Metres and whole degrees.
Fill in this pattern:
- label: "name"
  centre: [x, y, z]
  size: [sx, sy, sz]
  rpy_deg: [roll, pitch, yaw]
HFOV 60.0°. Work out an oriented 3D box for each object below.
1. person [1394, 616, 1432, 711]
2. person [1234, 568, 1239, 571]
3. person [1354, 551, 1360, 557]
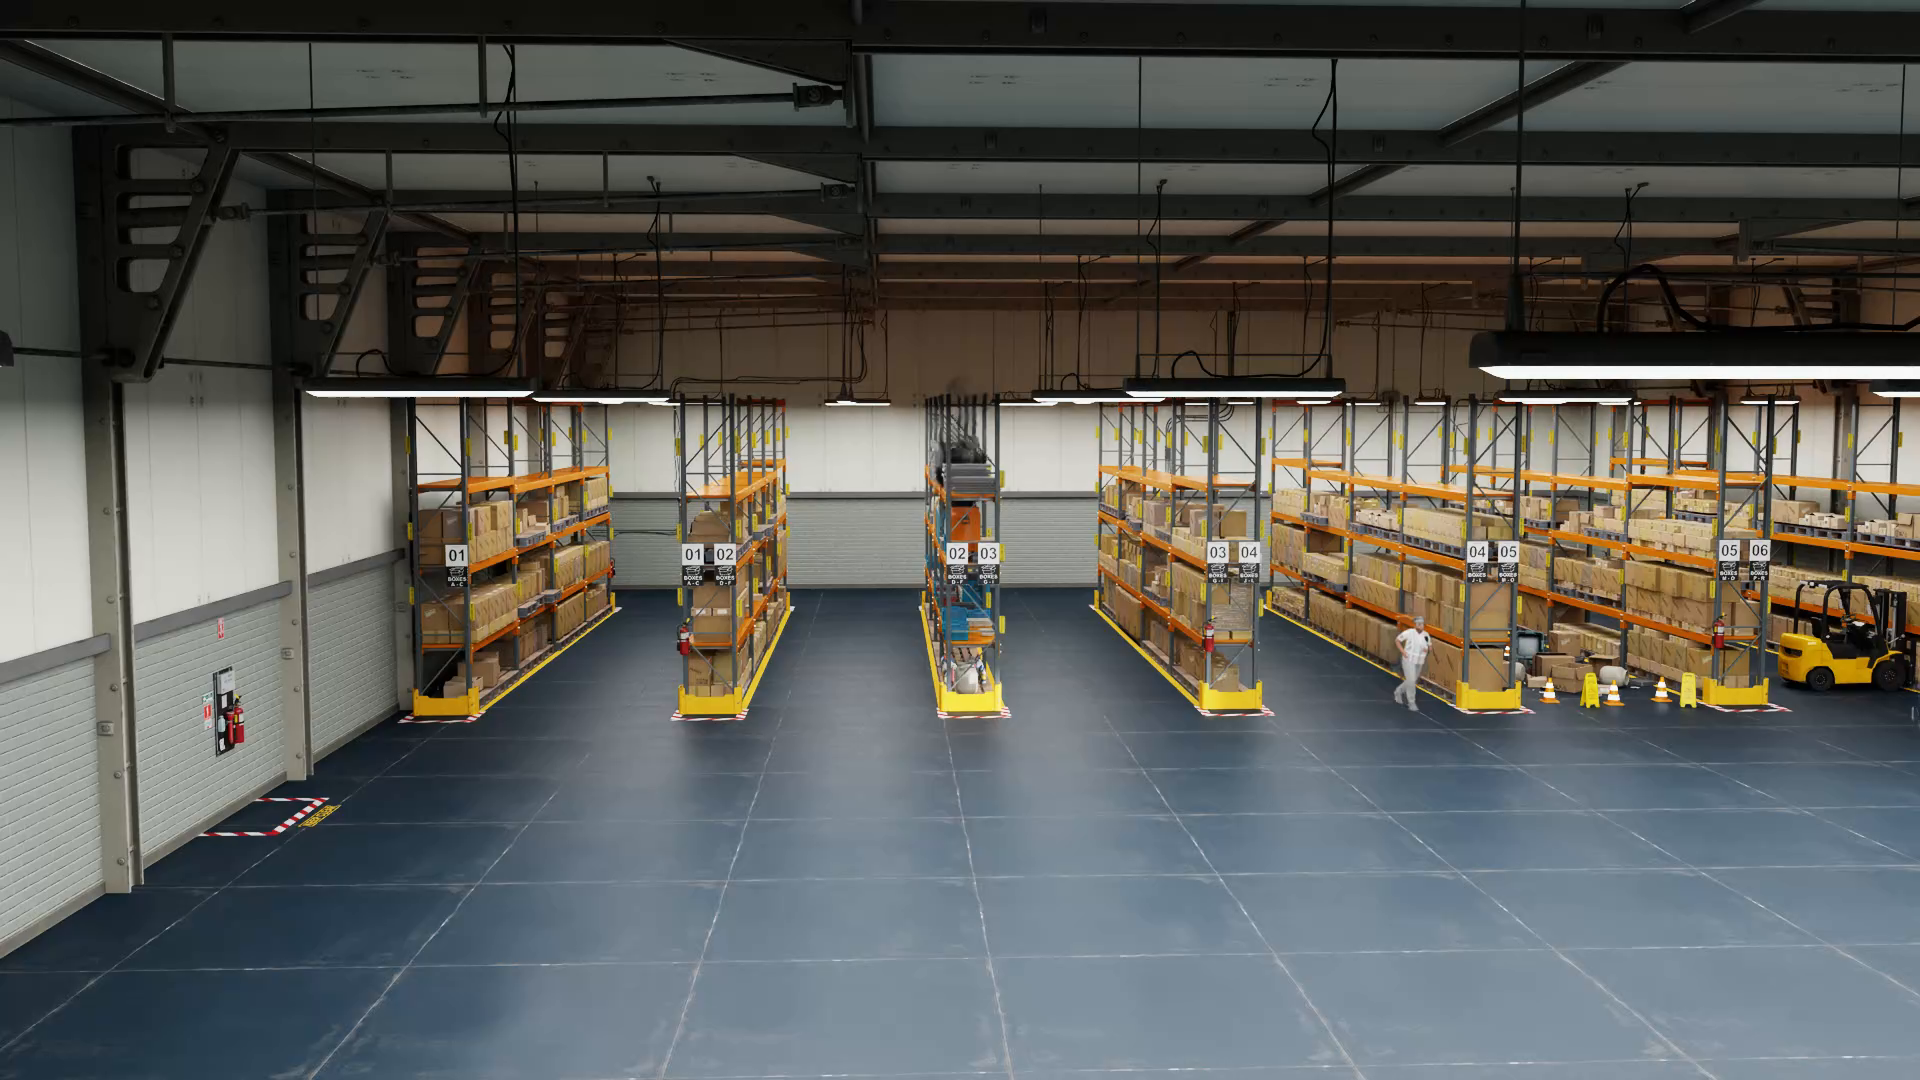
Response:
- label: "person"
  centre: [8.726, 2.344, 31.904]
  size: [0.684, 1.806, 0.895]
  rpy_deg: [-1, 5, -18]
- label: "person"
  centre: [7.794, 1.305, 45.301]
  size: [0.728, 1.752, 0.984]
  rpy_deg: [0, 5, 4]
- label: "person"
  centre: [11.287, 1.167, 47.142]
  size: [0.570, 1.695, 0.842]
  rpy_deg: [-2, 5, -22]
